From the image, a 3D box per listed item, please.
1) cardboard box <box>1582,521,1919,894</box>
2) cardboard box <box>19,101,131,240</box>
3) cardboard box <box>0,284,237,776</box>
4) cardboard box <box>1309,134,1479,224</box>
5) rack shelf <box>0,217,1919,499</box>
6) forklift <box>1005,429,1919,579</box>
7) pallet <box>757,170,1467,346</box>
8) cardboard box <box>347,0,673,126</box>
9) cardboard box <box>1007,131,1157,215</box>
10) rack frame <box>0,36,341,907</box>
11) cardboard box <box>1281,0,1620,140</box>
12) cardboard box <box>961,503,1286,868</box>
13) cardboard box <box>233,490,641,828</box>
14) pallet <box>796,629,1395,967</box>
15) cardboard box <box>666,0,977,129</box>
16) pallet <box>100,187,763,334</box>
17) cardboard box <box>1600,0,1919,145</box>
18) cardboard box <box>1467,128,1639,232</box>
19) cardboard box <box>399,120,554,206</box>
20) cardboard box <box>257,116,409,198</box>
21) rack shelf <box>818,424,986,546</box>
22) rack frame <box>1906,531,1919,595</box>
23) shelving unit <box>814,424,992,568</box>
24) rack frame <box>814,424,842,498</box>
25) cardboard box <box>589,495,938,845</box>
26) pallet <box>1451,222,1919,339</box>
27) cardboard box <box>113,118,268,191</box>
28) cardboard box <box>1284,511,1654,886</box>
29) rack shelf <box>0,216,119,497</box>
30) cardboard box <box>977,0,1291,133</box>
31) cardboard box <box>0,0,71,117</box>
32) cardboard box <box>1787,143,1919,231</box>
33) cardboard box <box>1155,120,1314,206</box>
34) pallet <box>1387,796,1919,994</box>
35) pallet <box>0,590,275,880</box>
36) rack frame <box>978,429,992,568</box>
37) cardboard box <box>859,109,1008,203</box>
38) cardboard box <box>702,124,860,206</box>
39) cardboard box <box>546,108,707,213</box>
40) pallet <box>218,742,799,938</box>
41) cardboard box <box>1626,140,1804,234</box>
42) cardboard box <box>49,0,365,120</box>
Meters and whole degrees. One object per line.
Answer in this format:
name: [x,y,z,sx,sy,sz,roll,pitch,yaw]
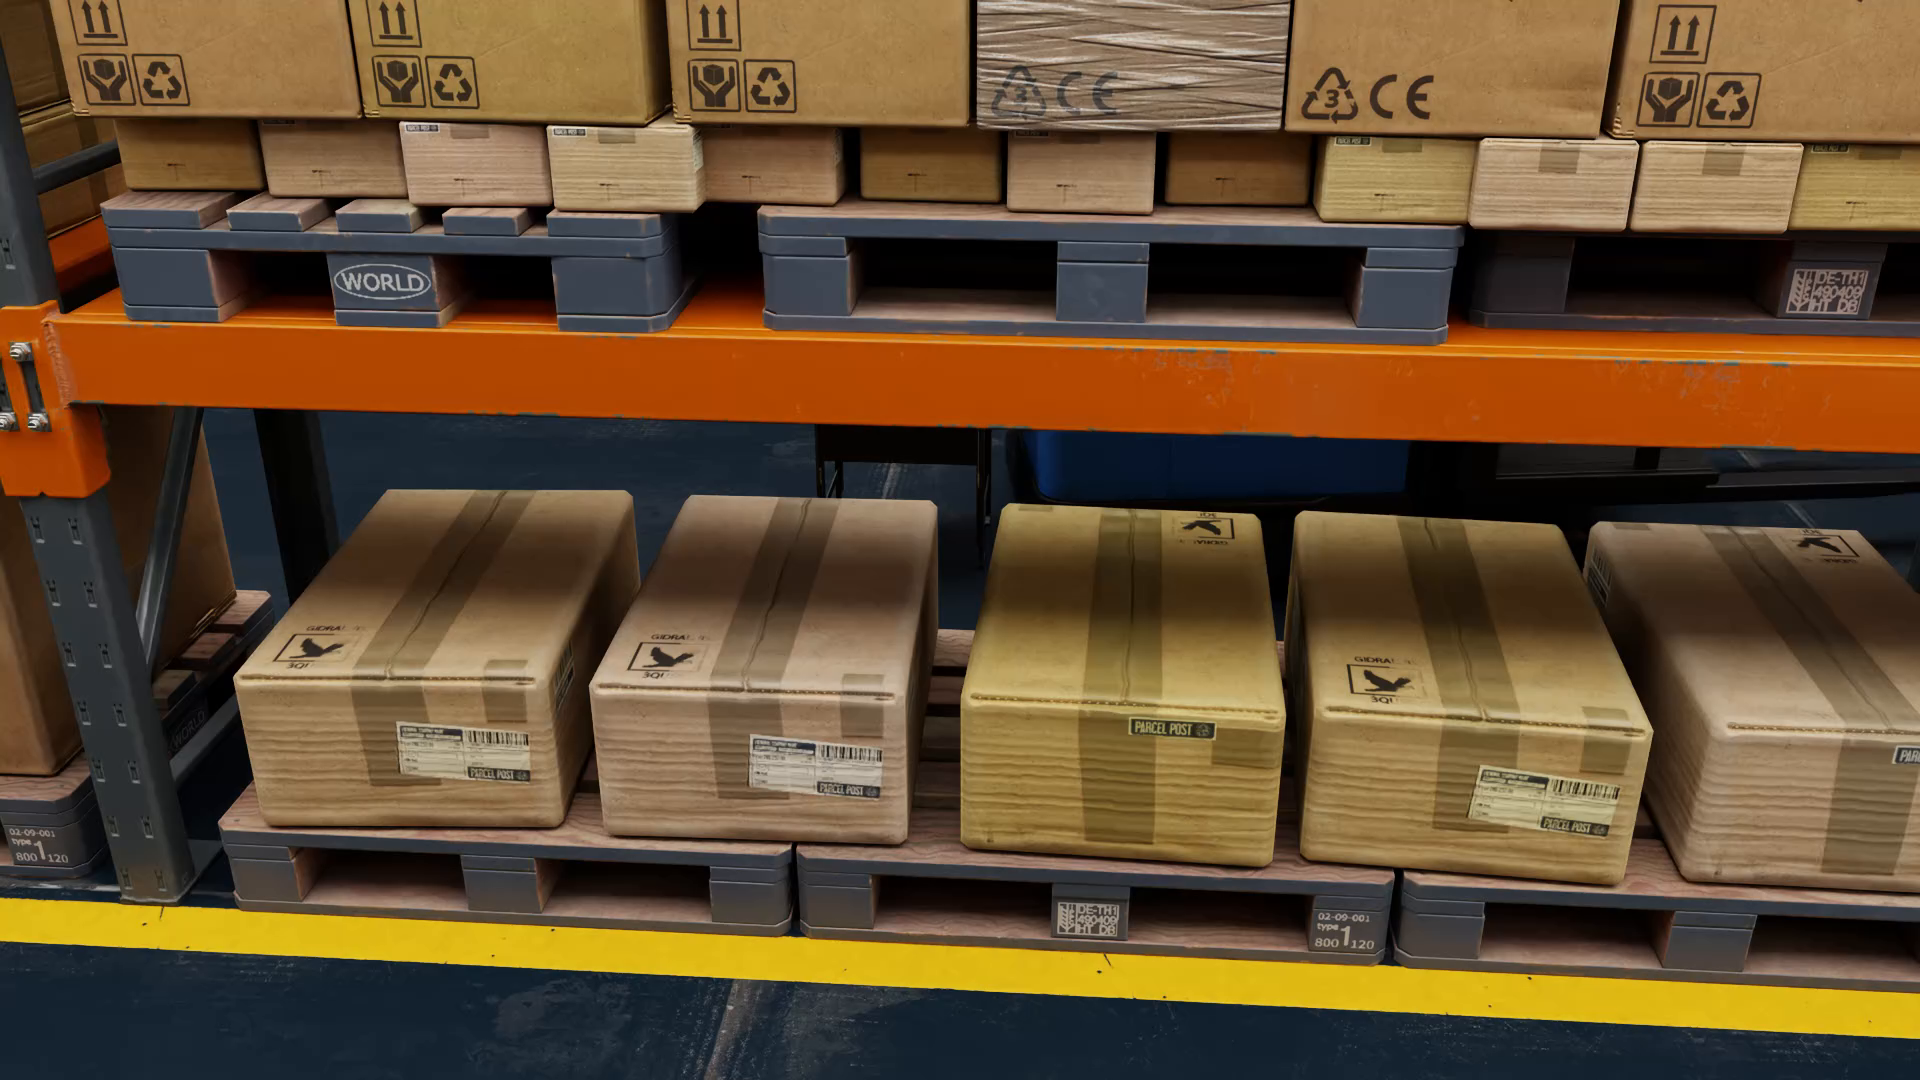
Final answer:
cardboard box: [1.773,0.326,3.595,0.625,0.372,0.950,2,25,5]
cardboard box: [-2.161,-0.842,3.670,0.500,0.250,0.500,1,25,3]
cardboard box: [-2.375,-0.072,3.857,0.875,0.875,0.875,2,25,4]
cardboard box: [0.746,-0.678,2.933,0.250,0.149,0.380,2,25,4]
rack shelf: [0.302,-0.399,3.388,4.000,0.370,1.077,2,25,4]
forklift: [1.697,-1.413,4.813,3.031,2.935,1.130,-2,25,-4]
pallet: [0.285,-0.656,3.317,1.213,0.211,1.003,2,25,4]
cardboard box: [-0.741,-1.036,2.935,0.500,0.500,0.500,3,25,7]
cardboard box: [0.225,-0.706,2.994,0.250,0.149,0.380,3,25,6]
rack frame: [-1.692,-0.789,3.377,0.127,3.000,1.000,2,25,4]
cardboard box: [0.809,-0.986,2.827,0.500,0.500,0.500,3,25,6]
cardboard box: [0.362,0.283,3.688,0.625,0.372,0.950,3,25,6]
cardboard box: [-1.130,0.236,3.790,0.625,0.372,0.950,0,25,0]
pallet: [0.300,0.543,3.817,1.213,0.211,1.003,2,25,4]
cardboard box: [-0.211,-1.022,2.904,0.500,0.500,0.500,2,25,5]
pallet: [-0.974,-0.724,3.464,1.003,0.211,1.213,2,25,4]
cardboard box: [1.323,-0.967,2.786,0.500,0.500,0.500,2,25,4]
cardboard box: [0.986,-0.655,2.884,0.250,0.149,0.380,2,25,4]
cardboard box: [-0.834,-0.727,3.040,0.250,0.149,0.380,0,25,1]
cardboard box: [-1.103,-0.755,3.101,0.250,0.149,0.380,0,25,1]
rack shelf: [-0.165,-0.311,5.121,0.480,0.518,0.431,2,25,4]
rack frame: [2.296,-0.661,3.099,0.127,3.000,1.000,2,25,4]
shelving unit: [-0.165,-0.959,4.823,0.503,2.100,0.431,2,25,4]
rack frame: [-0.408,-0.967,4.840,0.015,2.100,0.400,2,25,4]
cardboard box: [-0.393,0.256,3.746,0.625,0.372,0.950,1,25,3]
pallet: [1.545,-0.659,3.324,1.213,0.211,1.003,2,25,4]
cardboard box: [-1.382,-0.778,3.151,0.250,0.149,0.380,0,25,1]
cardboard box: [1.056,0.304,3.641,0.625,0.372,0.950,3,25,7]
rack shelf: [-3.686,-0.527,3.666,4.000,0.370,1.077,2,25,4]
cardboard box: [0.287,-1.003,2.863,0.500,0.500,0.500,1,25,2]
cardboard box: [-2.179,-1.067,3.563,0.500,0.250,0.500,2,25,4]
cardboard box: [1.500,-0.655,2.884,0.250,0.149,0.380,1,25,2]
cardboard box: [0.491,-0.729,3.045,0.250,0.149,0.380,1,25,2]
pallet: [1.520,0.581,3.735,1.213,0.211,1.003,2,25,4]
pallet: [-2.473,0.421,4.083,1.213,0.211,1.003,2,25,4]
rack frame: [0.078,-0.951,4.806,0.015,2.100,0.400,2,25,4]
cardboard box: [-0.030,-0.742,3.072,0.250,0.149,0.380,3,25,6]
cardboard box: [-0.315,-0.734,3.056,0.250,0.149,0.380,3,25,7]
cardboard box: [-0.561,-0.710,3.002,0.250,0.149,0.380,2,25,4]
pallet: [-0.913,0.503,3.904,1.213,0.211,1.003,2,25,4]
cardboard box: [1.240,-0.648,2.869,0.250,0.149,0.380,1,25,3]
cardboard box: [-1.261,-1.050,2.965,0.500,0.500,0.500,1,25,3]
